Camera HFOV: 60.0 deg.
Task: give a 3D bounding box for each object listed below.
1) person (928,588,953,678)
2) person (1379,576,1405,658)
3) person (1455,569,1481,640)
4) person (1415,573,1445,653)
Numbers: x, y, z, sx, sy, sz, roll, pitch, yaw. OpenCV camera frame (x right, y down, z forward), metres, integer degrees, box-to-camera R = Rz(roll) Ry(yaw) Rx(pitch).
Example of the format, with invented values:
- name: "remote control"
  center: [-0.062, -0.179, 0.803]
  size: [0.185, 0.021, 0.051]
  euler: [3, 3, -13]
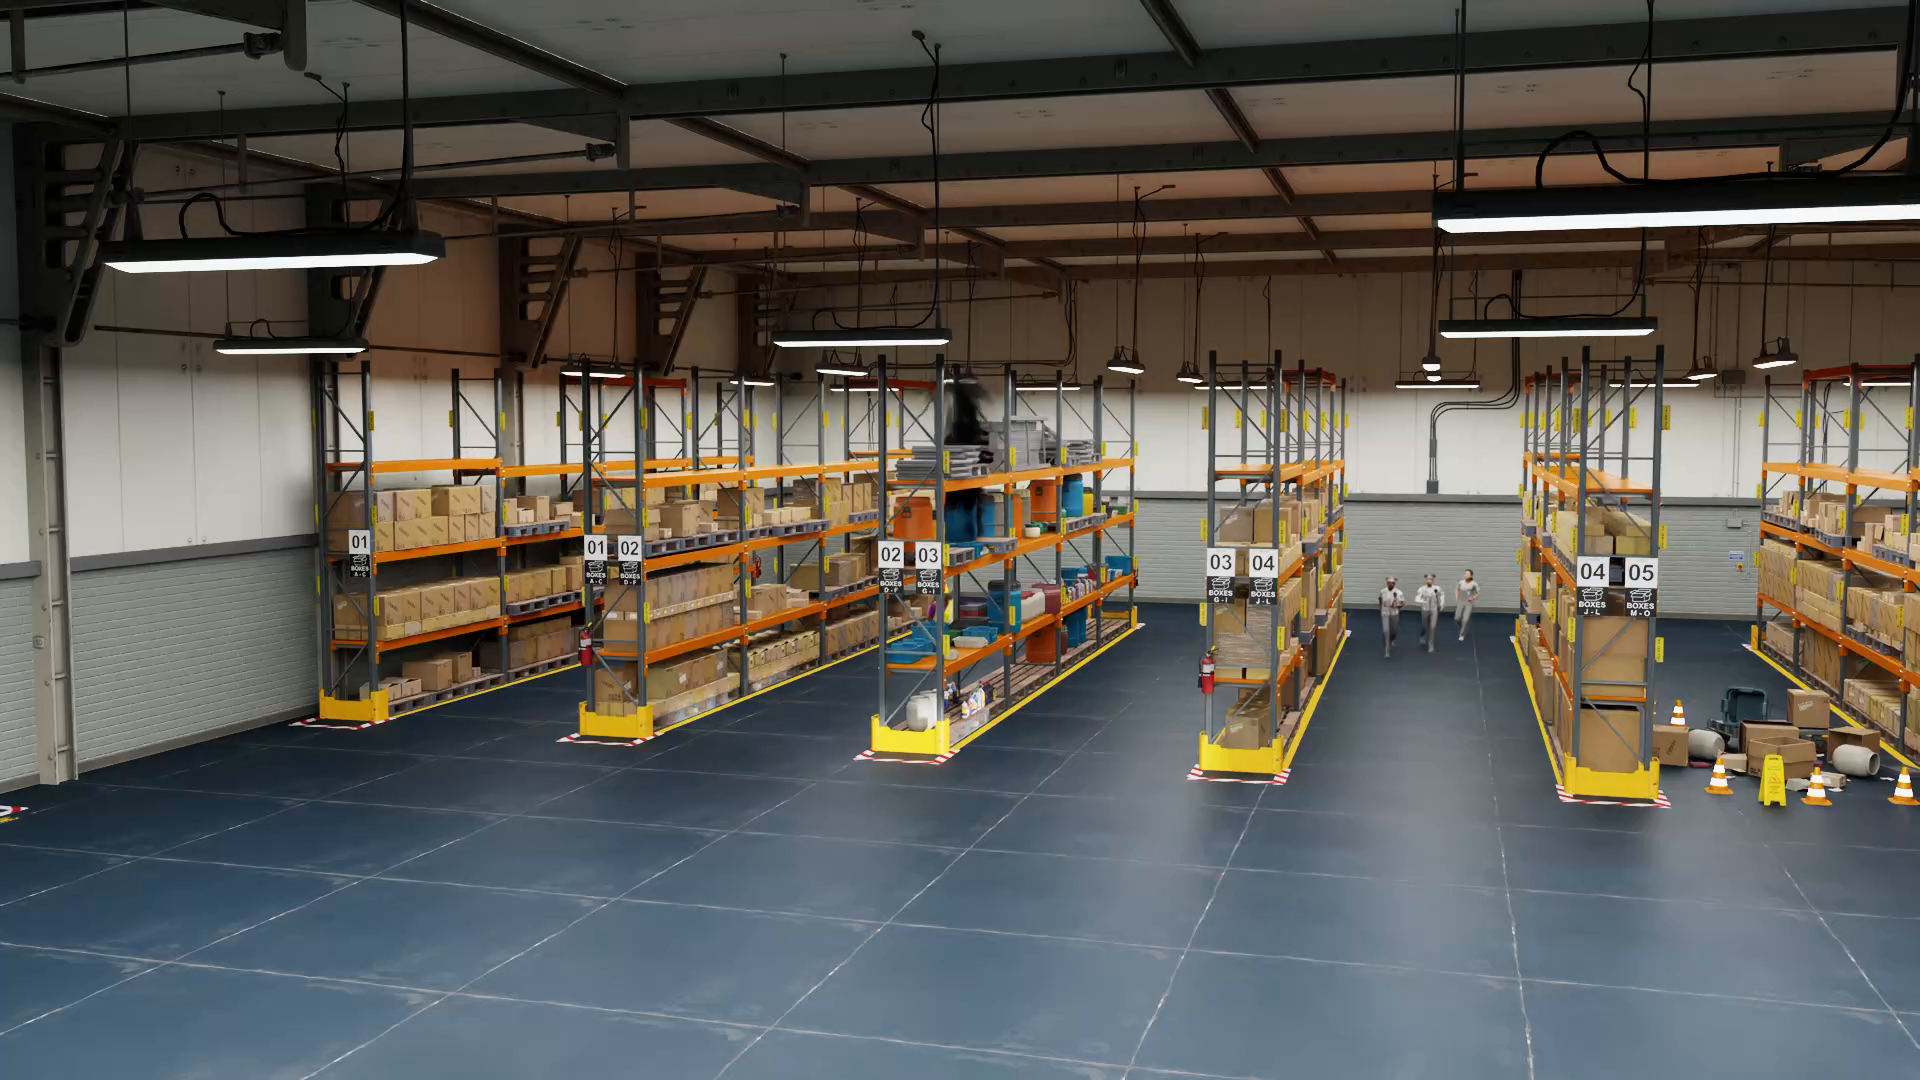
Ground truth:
- name: "person"
  center: [-0.286, 1.791, 32.740]
  size: [0.686, 1.745, 0.900]
  euler: [1, 4, 12]
- name: "person"
  center: [9.248, 1.629, 35.646]
  size: [0.541, 1.737, 1.045]
  euler: [1, 4, 13]
- name: "person"
  center: [11.583, 1.480, 38.012]
  size: [0.595, 1.624, 0.530]
  euler: [3, 5, 35]
- name: "person"
  center: [10.257, 1.564, 36.303]
  size: [0.623, 1.716, 0.935]
  euler: [1, 4, 14]
